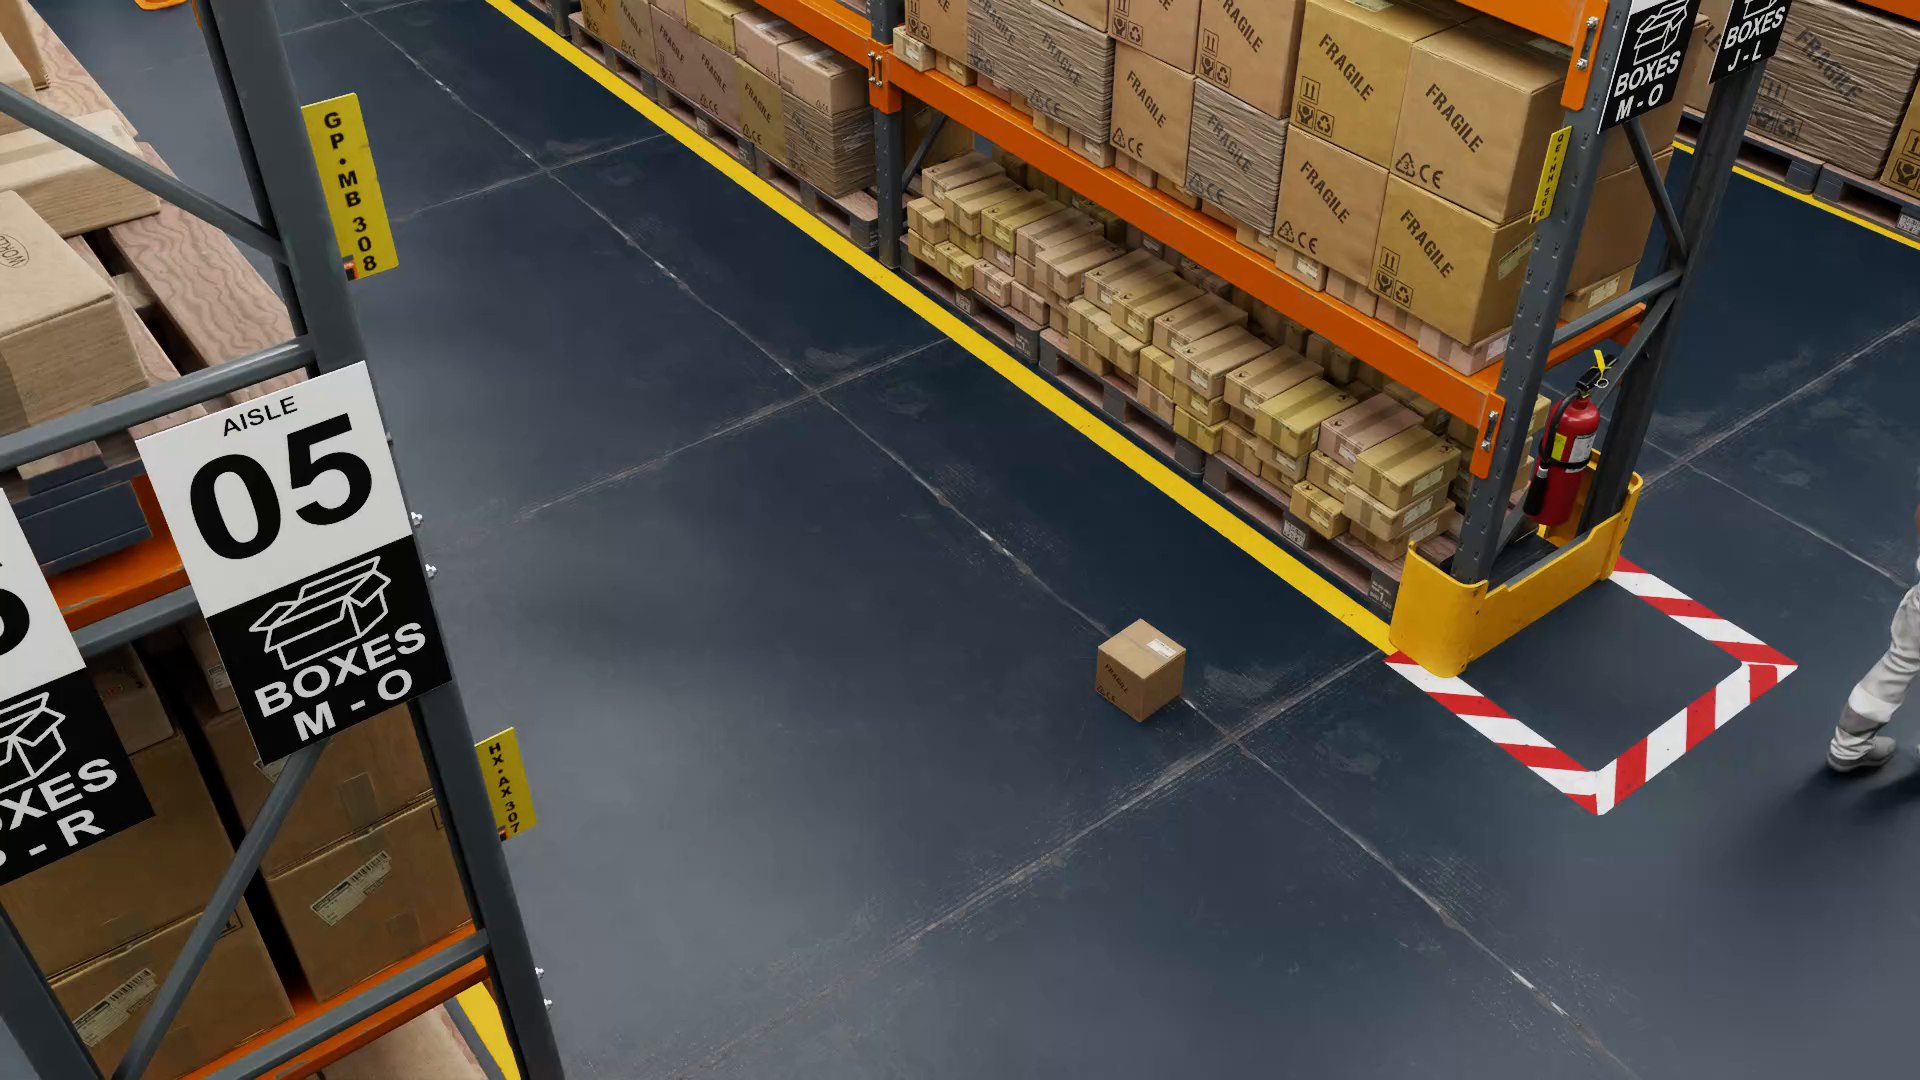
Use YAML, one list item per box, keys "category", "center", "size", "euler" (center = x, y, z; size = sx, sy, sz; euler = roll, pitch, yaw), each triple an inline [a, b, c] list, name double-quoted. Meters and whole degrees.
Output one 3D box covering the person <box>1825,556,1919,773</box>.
- category: "person"
  center: [3.634, 0.190, 5.923]
  size: [0.580, 1.841, 0.596]
  euler: [-14, 42, -16]
